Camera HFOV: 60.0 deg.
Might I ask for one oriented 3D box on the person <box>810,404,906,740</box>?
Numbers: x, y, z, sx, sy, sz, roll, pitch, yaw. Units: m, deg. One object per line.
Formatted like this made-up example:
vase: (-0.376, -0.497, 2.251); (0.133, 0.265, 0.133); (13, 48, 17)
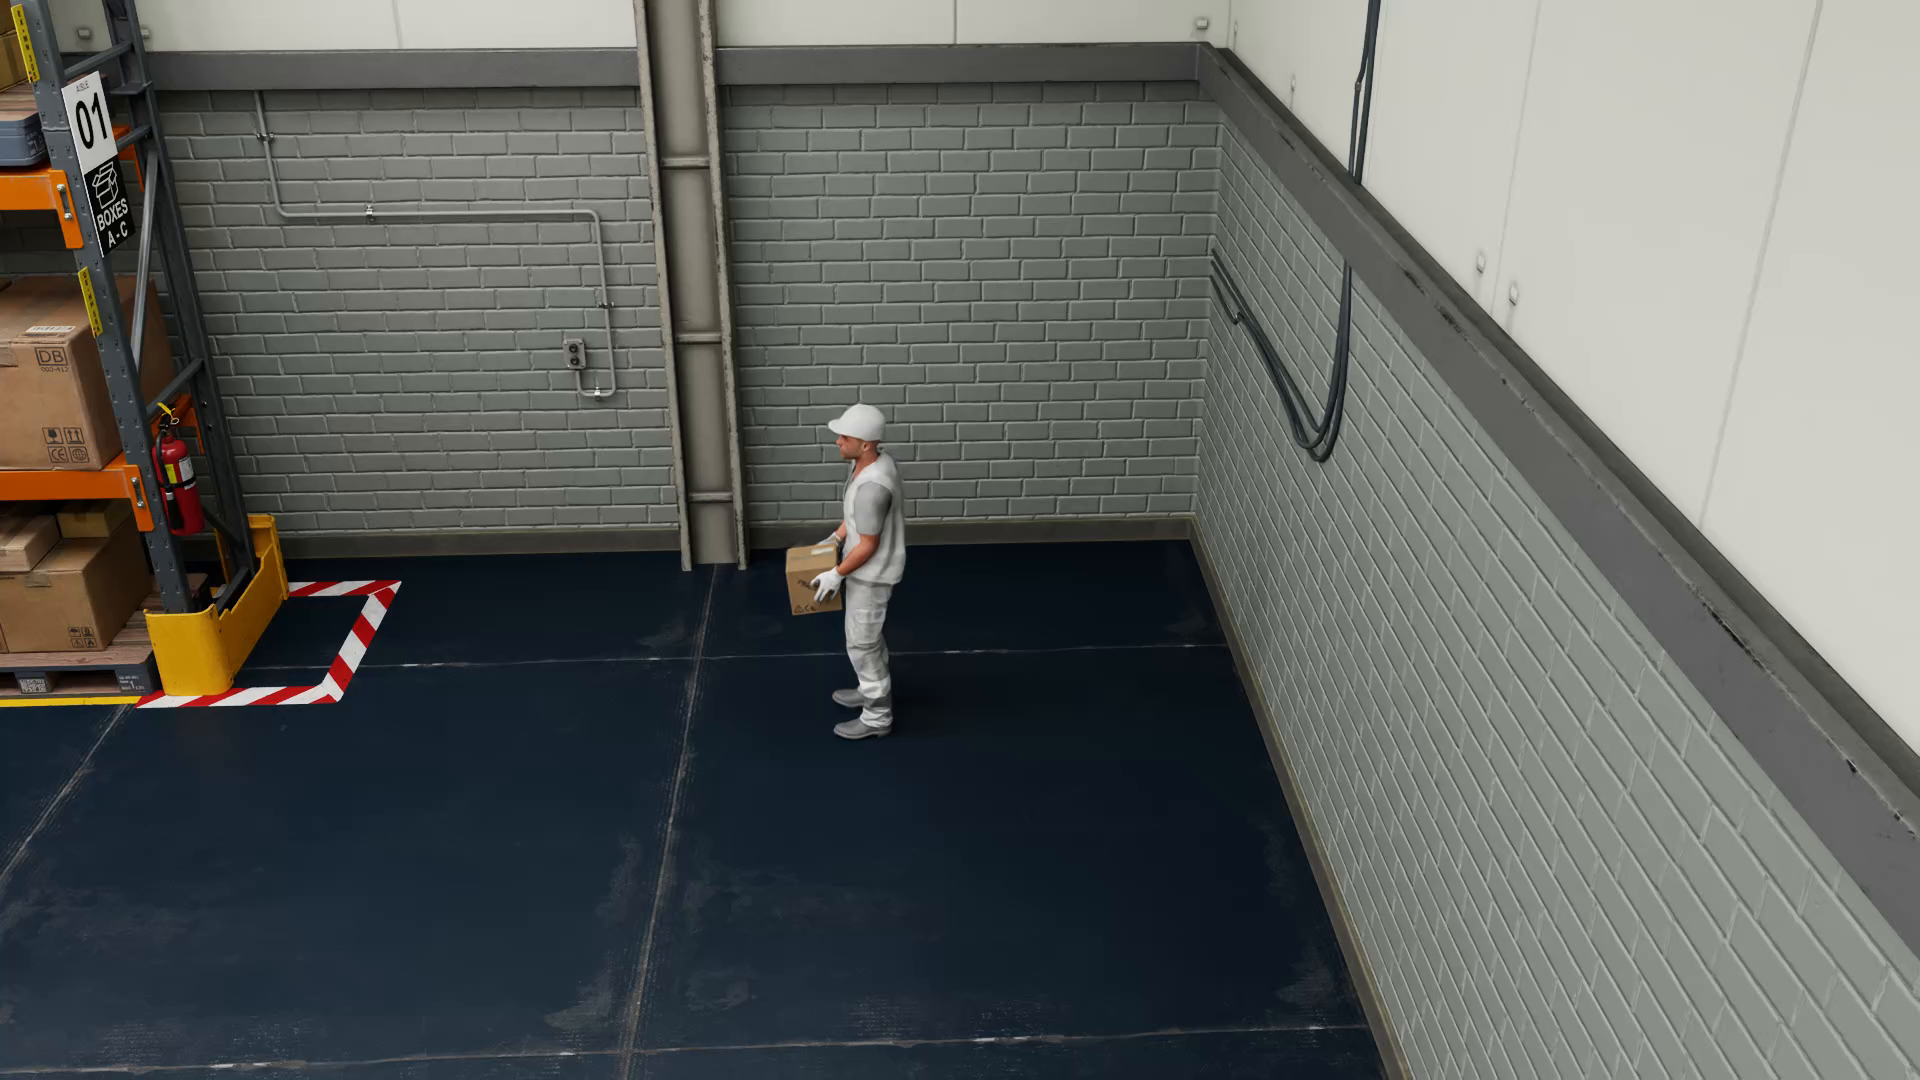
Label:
person: (-0.507, 0.155, 8.288); (0.473, 1.793, 0.533); (-2, 27, -3)
